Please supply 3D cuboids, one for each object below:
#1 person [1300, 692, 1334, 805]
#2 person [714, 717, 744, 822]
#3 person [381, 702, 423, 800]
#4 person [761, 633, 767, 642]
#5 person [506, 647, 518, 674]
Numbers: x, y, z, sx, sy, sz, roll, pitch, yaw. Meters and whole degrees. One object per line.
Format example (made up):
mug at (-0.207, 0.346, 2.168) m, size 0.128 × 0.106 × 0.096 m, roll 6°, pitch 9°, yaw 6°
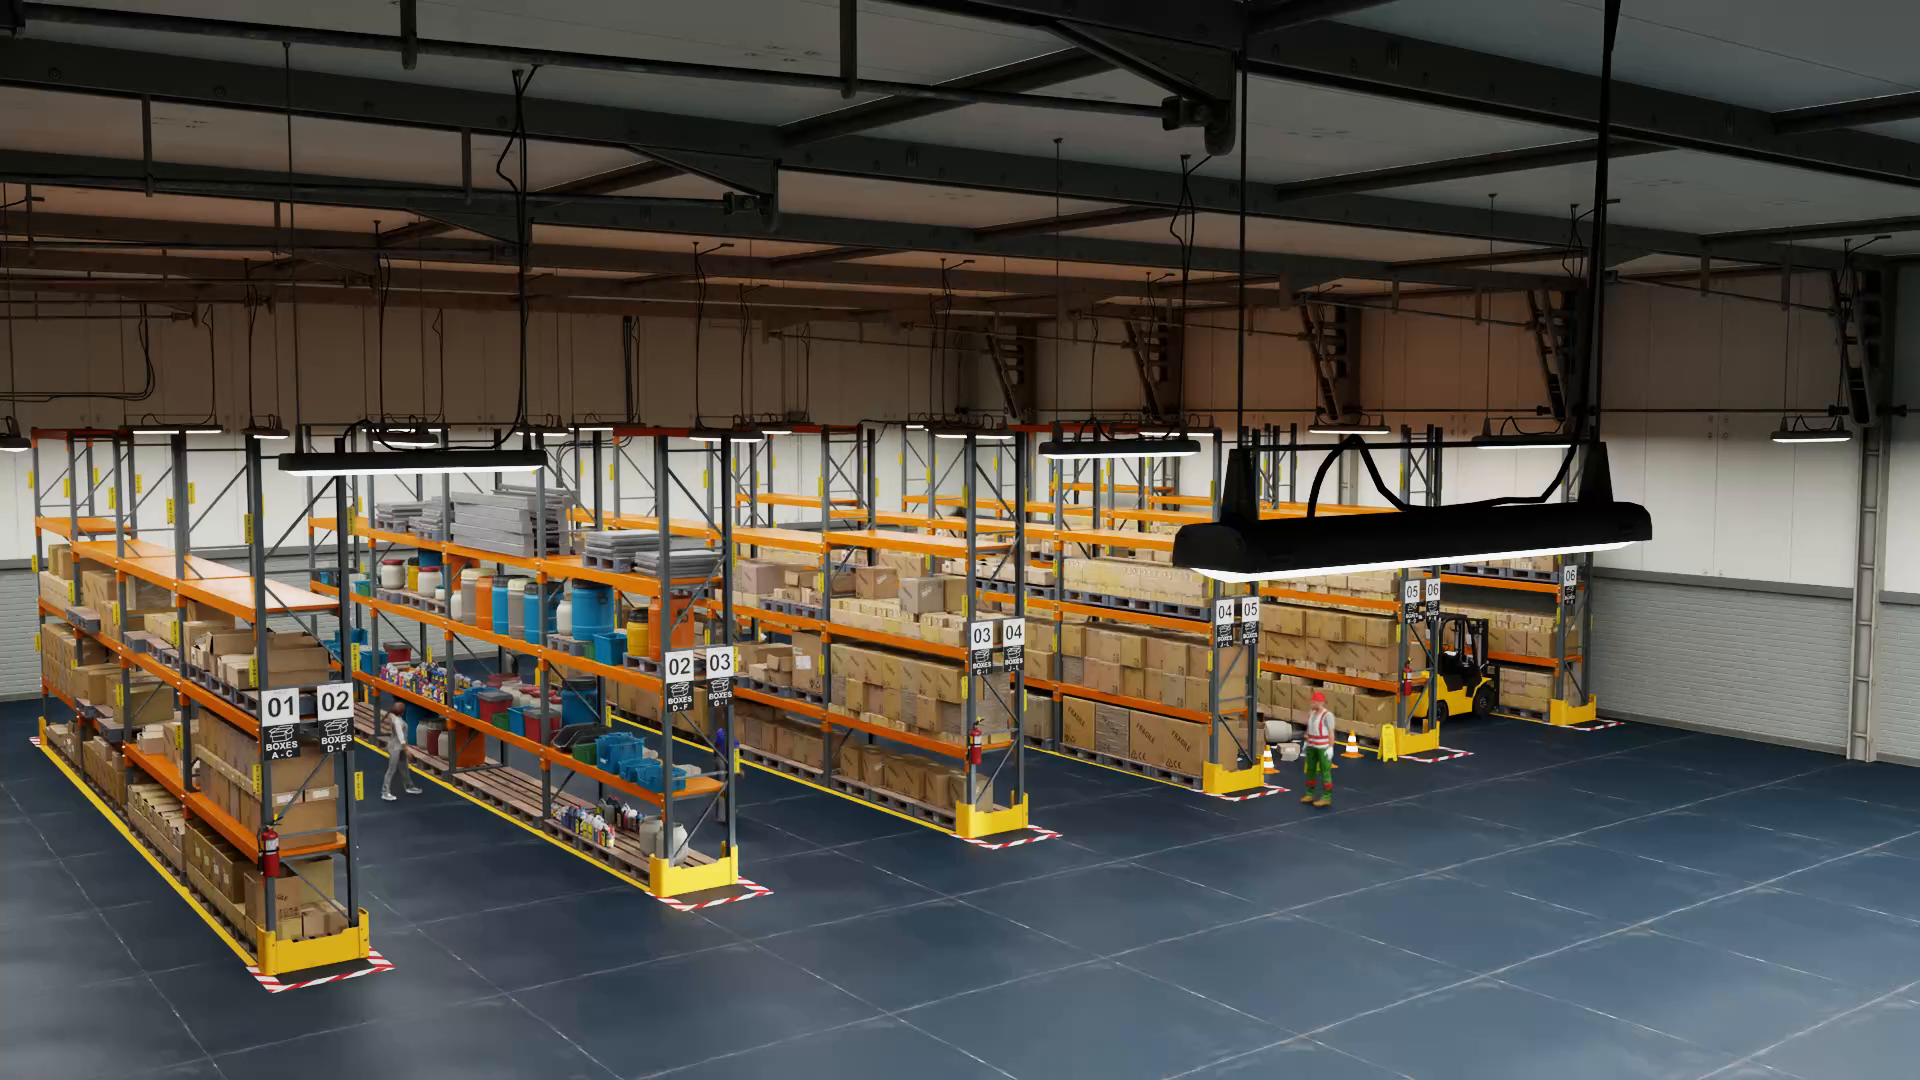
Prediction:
person at (5.712, 3.333, 26.672) m, size 0.433 × 1.792 × 0.598 m, roll -3°, pitch 6°, yaw -37°
person at (-3.601, 3.512, 25.694) m, size 0.518 × 1.678 × 0.642 m, roll -2°, pitch 5°, yaw -28°
person at (-9.127, 3.406, 27.117) m, size 0.603 × 1.587 × 0.581 m, roll -1°, pitch 5°, yaw -12°
person at (-3.987, 2.777, 33.984) m, size 0.575 × 1.781 × 0.594 m, roll -1°, pitch 5°, yaw -15°
person at (-9.077, 2.844, 33.473) m, size 0.371 × 1.736 × 0.574 m, roll -1°, pitch 5°, yaw -7°
